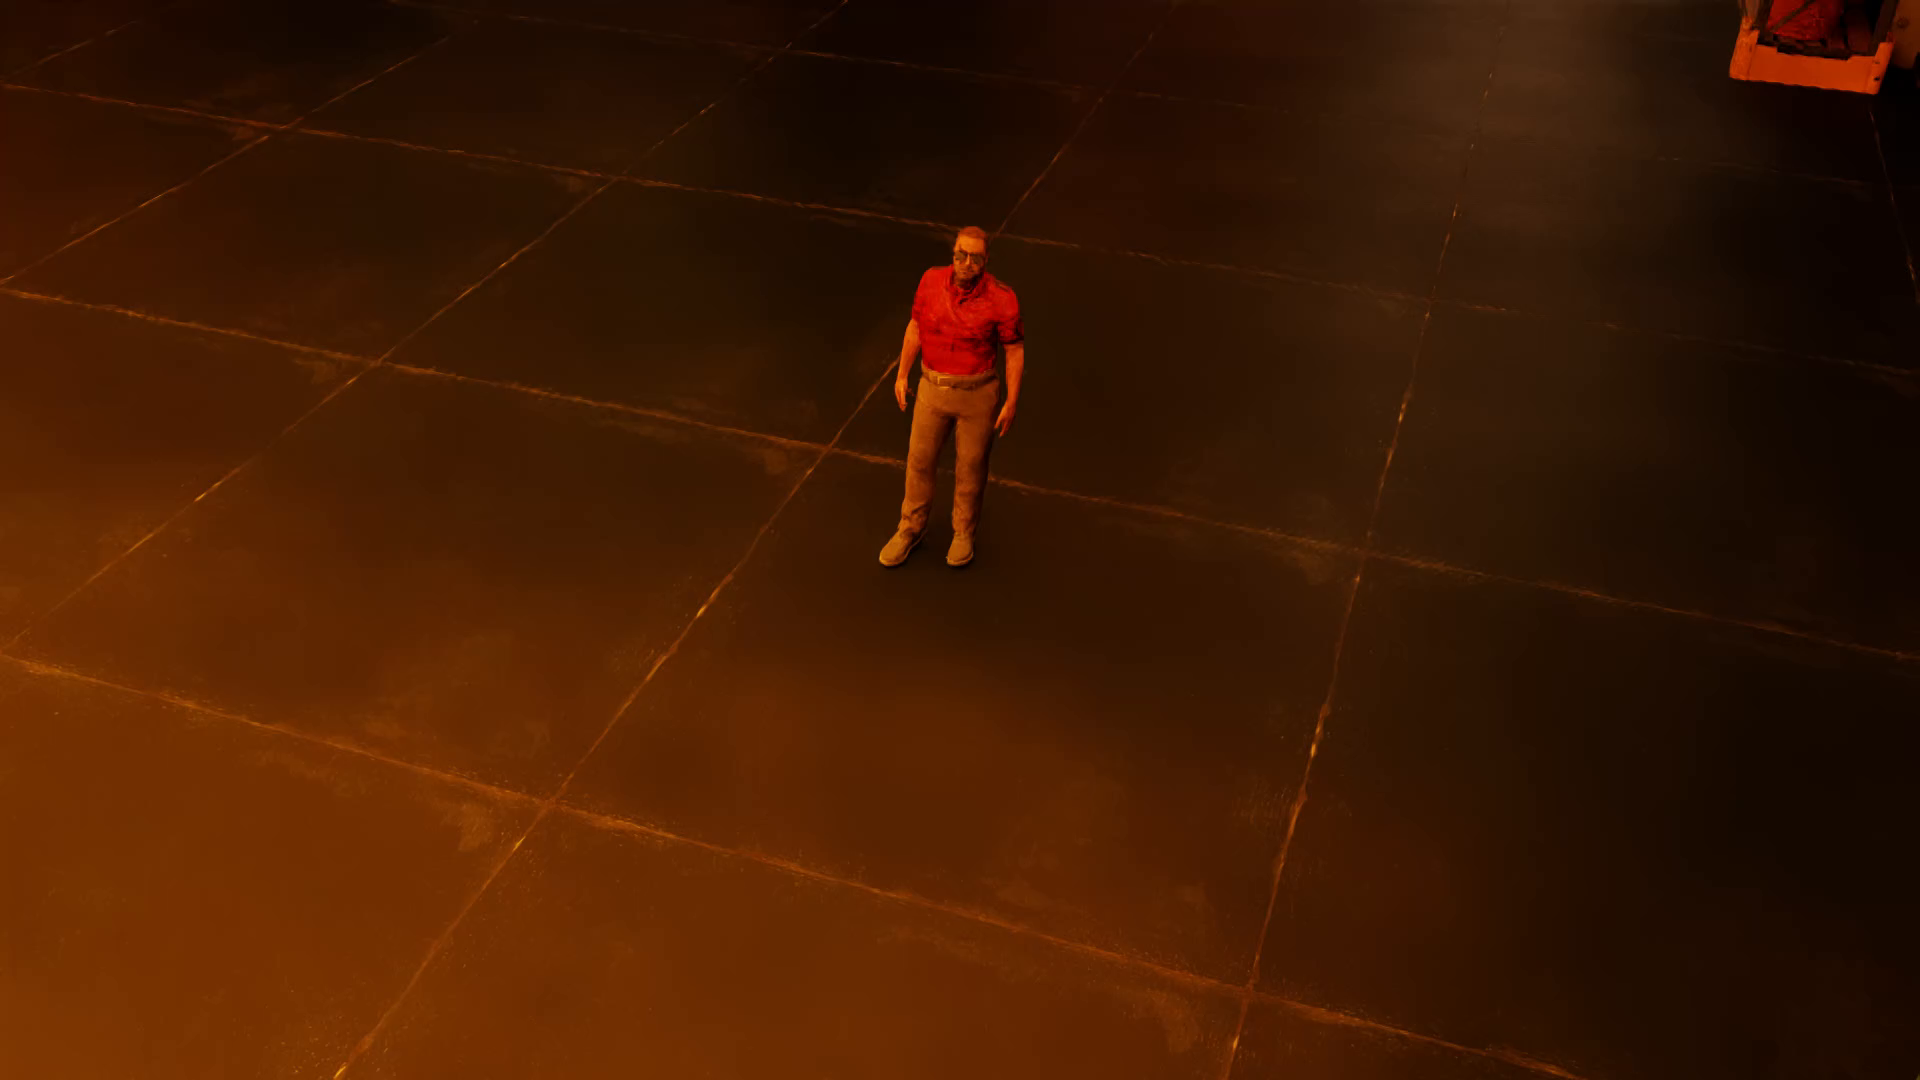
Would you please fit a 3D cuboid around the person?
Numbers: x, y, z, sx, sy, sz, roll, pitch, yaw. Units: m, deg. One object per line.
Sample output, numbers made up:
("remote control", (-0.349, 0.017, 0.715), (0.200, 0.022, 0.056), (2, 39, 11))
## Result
("person", (-0.041, -0.664, 8.075), (0.640, 1.727, 0.550), (12, 37, 16))
